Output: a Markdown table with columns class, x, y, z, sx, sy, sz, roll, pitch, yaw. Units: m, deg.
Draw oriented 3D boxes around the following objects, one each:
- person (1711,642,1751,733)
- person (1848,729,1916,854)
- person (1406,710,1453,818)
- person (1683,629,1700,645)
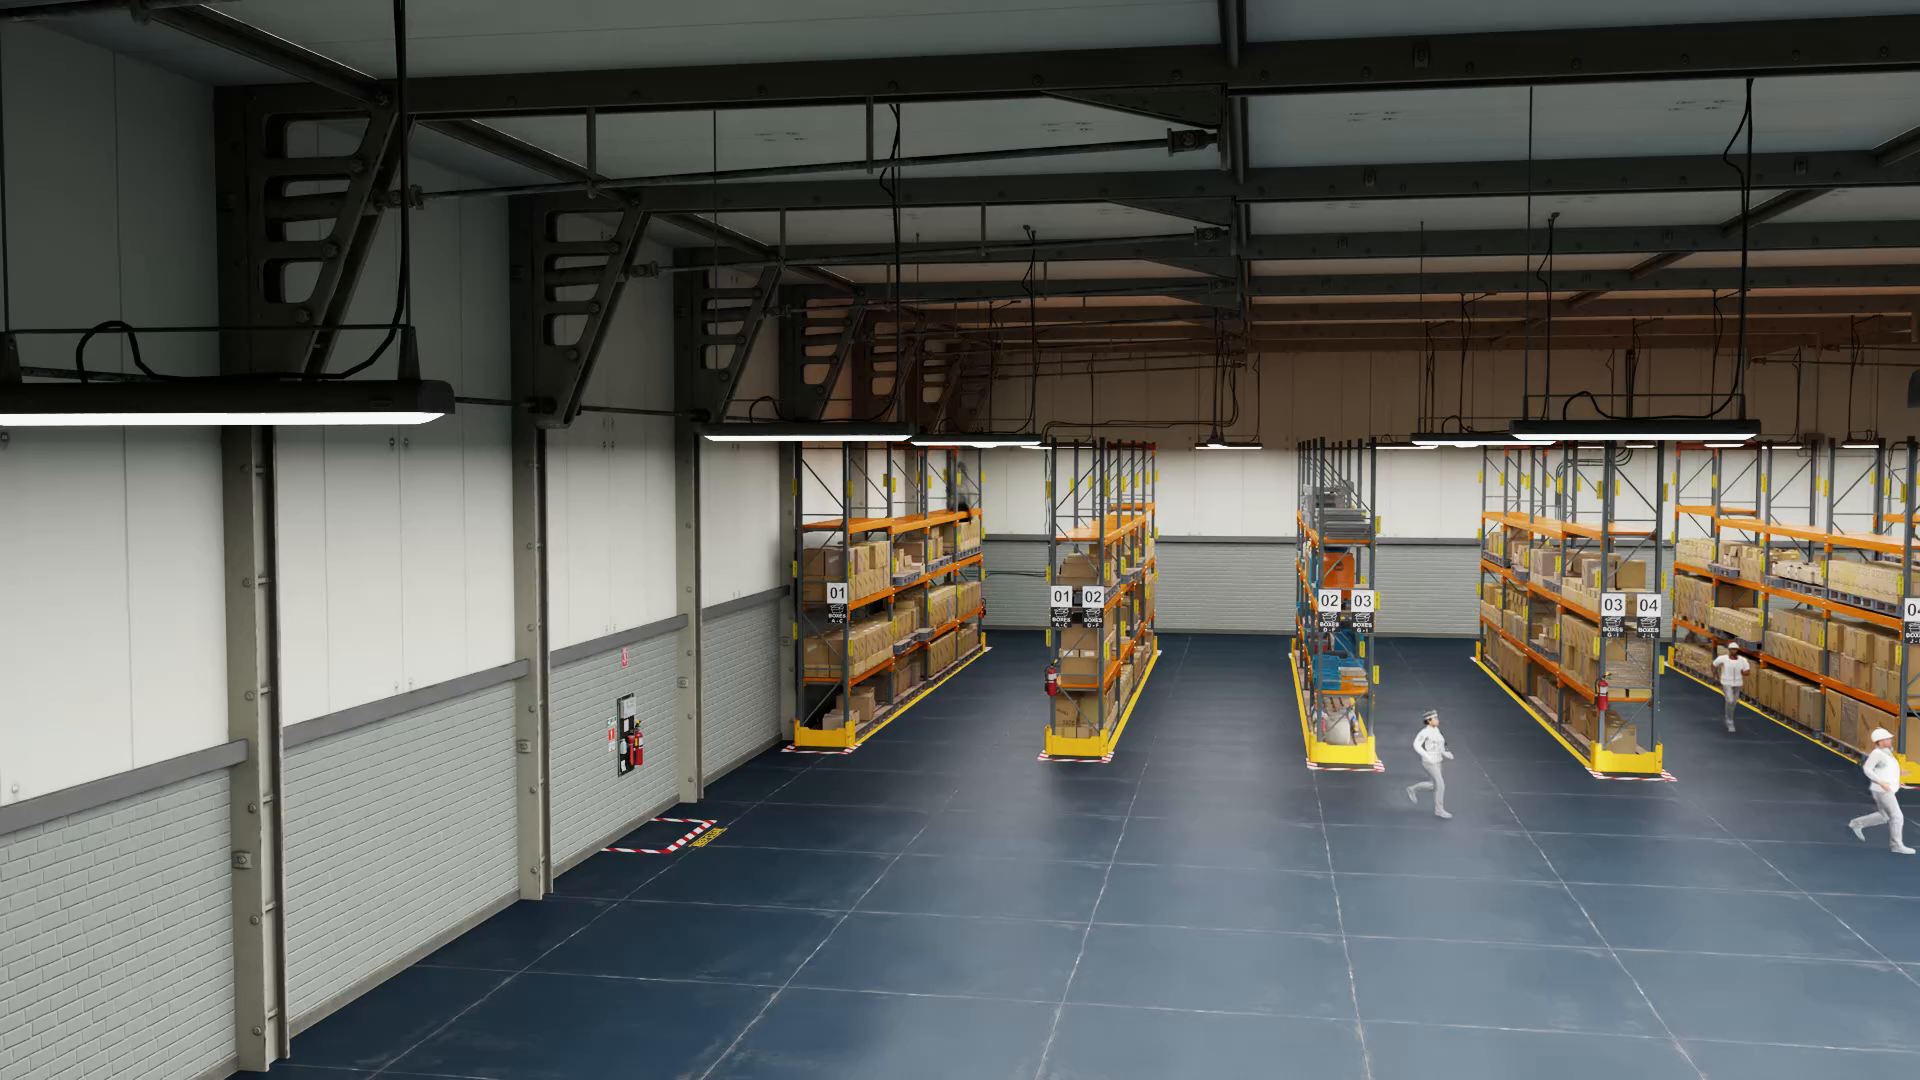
| class | x | y | z | sx | sy | sz | roll | pitch | yaw |
| --- | --- | --- | --- | --- | --- | --- | --- | --- | --- |
| person | 15.904 | 3.007 | 34.247 | 0.693 | 1.806 | 0.808 | 0 | 3 | 3 |
| person | 13.221 | 3.579 | 23.835 | 0.896 | 1.748 | 0.668 | 2 | 4 | 39 |
| person | 7.407 | 3.510 | 26.239 | 0.759 | 1.687 | 0.618 | 2 | 4 | 38 |
| person | 20.216 | 2.491 | 45.743 | 0.702 | 1.703 | 0.812 | 2 | 4 | 32 |
